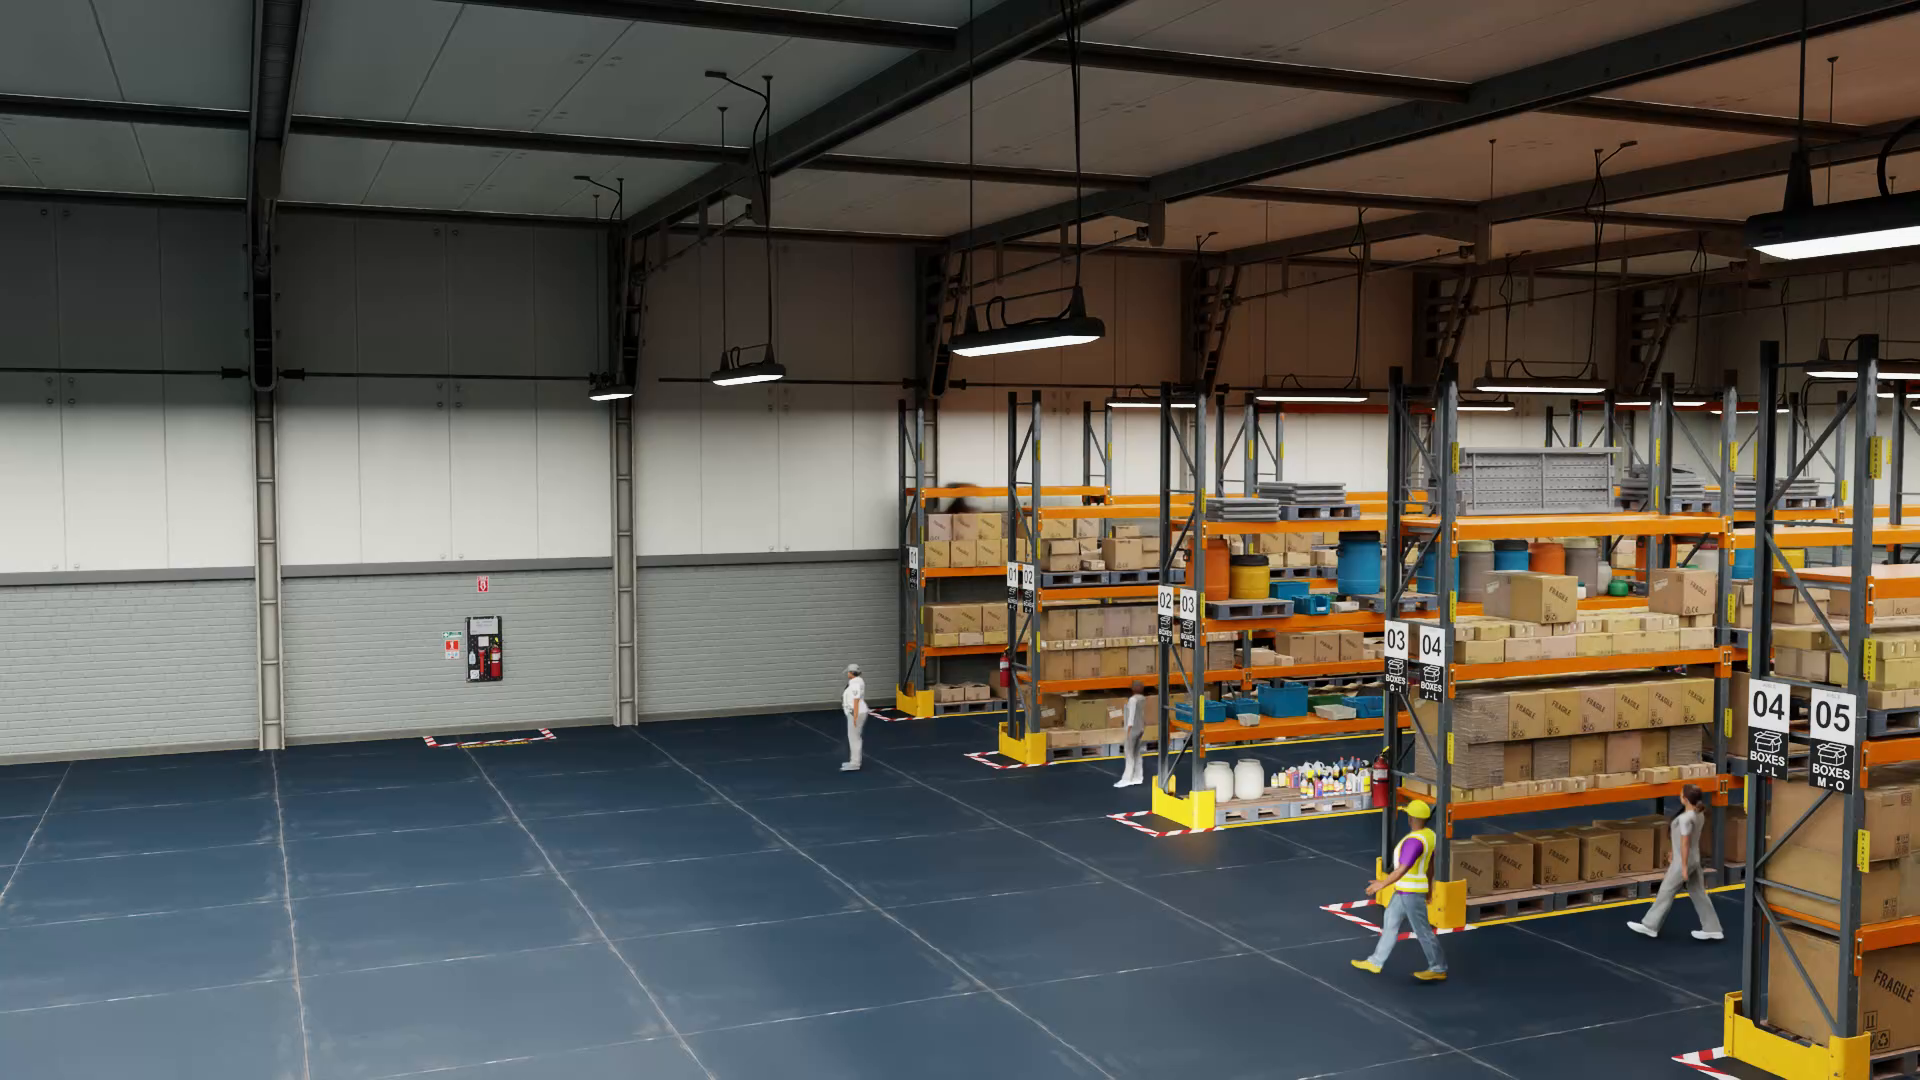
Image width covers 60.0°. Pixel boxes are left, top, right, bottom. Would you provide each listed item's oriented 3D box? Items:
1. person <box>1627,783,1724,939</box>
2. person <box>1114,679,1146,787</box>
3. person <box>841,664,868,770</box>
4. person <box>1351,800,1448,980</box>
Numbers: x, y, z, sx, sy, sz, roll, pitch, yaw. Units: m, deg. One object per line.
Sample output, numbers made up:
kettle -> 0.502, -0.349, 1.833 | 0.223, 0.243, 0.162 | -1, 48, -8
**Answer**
person -> 7.456, 3.322, 17.288 | 0.920, 1.627, 0.500 | 2, 4, 25
person -> 2.575, 2.991, 25.072 | 0.379, 1.425, 0.515 | 2, 4, 26
person -> -1.678, 2.788, 26.330 | 0.428, 1.670, 0.528 | 0, 3, 1
person -> 4.236, 3.352, 15.994 | 0.901, 1.726, 0.559 | 1, 3, 12
